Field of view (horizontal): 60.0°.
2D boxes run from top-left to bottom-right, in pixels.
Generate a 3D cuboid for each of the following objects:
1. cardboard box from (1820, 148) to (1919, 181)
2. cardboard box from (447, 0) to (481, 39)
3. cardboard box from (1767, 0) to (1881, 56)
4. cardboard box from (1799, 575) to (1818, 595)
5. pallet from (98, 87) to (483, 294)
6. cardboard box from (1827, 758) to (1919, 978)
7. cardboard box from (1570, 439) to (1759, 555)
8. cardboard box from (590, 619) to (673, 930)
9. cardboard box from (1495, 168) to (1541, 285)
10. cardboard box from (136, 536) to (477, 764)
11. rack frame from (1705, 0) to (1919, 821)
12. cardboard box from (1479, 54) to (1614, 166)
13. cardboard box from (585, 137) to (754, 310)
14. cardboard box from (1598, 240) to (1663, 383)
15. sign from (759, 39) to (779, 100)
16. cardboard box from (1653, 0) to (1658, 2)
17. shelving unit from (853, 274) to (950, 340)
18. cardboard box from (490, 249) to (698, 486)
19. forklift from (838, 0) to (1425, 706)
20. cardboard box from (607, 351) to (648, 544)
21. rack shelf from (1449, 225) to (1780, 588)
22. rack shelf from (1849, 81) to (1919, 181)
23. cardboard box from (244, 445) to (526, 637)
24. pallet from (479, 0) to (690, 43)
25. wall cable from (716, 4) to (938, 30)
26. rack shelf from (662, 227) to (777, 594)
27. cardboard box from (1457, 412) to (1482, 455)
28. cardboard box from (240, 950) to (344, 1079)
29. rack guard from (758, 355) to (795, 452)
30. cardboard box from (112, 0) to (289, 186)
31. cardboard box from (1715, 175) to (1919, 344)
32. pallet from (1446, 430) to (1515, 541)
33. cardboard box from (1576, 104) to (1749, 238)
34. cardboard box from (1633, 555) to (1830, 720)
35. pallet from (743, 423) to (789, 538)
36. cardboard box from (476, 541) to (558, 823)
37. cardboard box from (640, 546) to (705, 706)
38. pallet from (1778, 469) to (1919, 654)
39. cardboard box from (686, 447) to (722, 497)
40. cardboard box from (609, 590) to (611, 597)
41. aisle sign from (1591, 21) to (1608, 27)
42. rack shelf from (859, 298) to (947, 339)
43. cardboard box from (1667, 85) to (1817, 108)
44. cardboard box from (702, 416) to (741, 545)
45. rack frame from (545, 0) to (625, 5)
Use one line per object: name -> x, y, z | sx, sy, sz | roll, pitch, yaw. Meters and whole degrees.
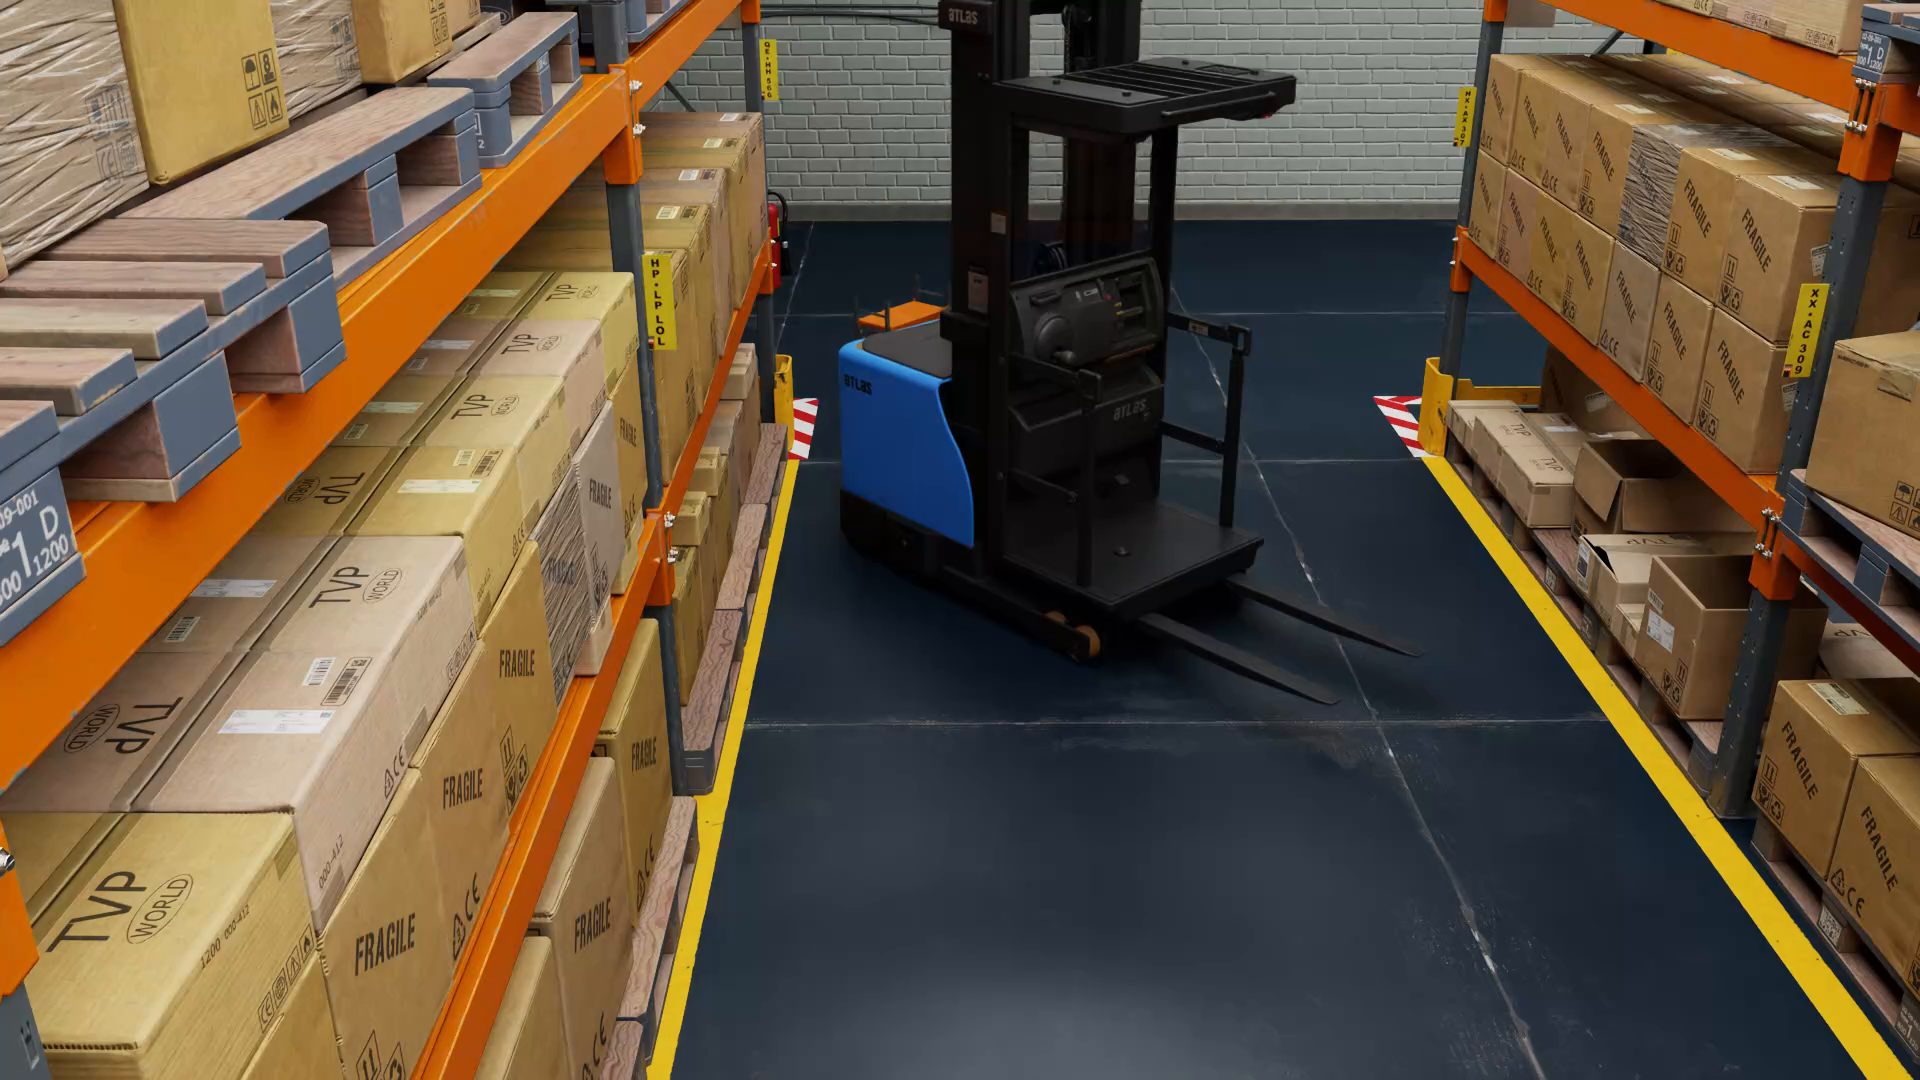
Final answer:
cardboard box -> 3.675, -1.227, 6.488 | 0.500, 0.500, 0.500 | -1, 24, -2
cardboard box -> -1.649, -1.544, 4.228 | 0.700, 0.500, 0.500 | -2, 24, -3
cardboard box -> 3.134, -1.815, 5.666 | 0.500, 0.250, 0.500 | 0, 24, -1
cardboard box -> 3.597, 0.242, 7.478 | 0.380, 0.166, 0.250 | 0, 24, -1
pallet -> -1.580, -0.652, 3.141 | 1.003, 0.211, 1.213 | 1, 24, 2
cardboard box -> 3.183, 1.041, 5.308 | 0.500, 0.500, 0.500 | 0, 24, 0
cardboard box -> 3.379, -0.155, 7.948 | 0.797, 0.503, 0.637 | 0, 24, -1
cardboard box -> -1.411, 0.761, 5.525 | 0.750, 0.750, 0.750 | 0, 24, 0
cardboard box -> 3.113, -1.615, 8.559 | 0.500, 0.500, 0.500 | 0, 24, -1
cardboard box -> -1.268, 0.207, 3.236 | 0.500, 0.250, 0.500 | 0, 24, 0
rack frame -> 3.405, -0.318, 5.813 | 1.000, 3.000, 0.127 | 0, 24, -1
cardboard box -> 3.102, -2.283, 8.823 | 0.500, 0.500, 0.500 | 0, 24, 1
cardboard box -> -1.557, -1.569, 8.215 | 0.980, 0.700, 0.700 | 0, 24, -1
cardboard box -> 3.128, -0.992, 7.183 | 0.500, 0.500, 0.500 | 0, 24, 1
sign -> -1.049, -2.574, 9.110 | 0.100, 0.325, 0.005 | 0, 24, -1
cardboard box -> 3.124, -2.433, 7.032 | 0.500, 0.250, 0.500 | 0, 24, -1
shelving unit -> -0.304, -0.785, 9.030 | 0.258, 1.200, 0.503 | 19, 30, 35
cardboard box -> -1.538, -0.654, 6.193 | 0.980, 0.700, 0.700 | 0, 24, 0
forklift -> 0.737, -1.019, 7.447 | 1.130, 2.935, 3.031 | -21, 31, -38
cardboard box -> -1.291, -0.295, 5.256 | 0.500, 0.500, 0.500 | -1, 24, -1
rack shelf -> 3.383, -0.814, 7.783 | 1.077, 0.370, 4.000 | 0, 24, -1
rack shelf -> 3.427, -0.533, 3.521 | 1.077, 0.370, 4.000 | 0, 24, -1
cardboard box -> -1.280, -0.004, 3.701 | 0.500, 0.250, 0.500 | -1, 24, -2
pallet -> -1.547, -1.957, 5.906 | 1.003, 0.211, 1.213 | 0, 24, -1
wall cable -> -1.296, -5.593, 13.965 | 3.097, 2.526, 0.112 | 0, 24, -1
rack shelf -> -1.570, -0.790, 7.730 | 1.077, 0.370, 4.000 | 0, 24, -1
cardboard box -> 3.025, -0.598, 9.337 | 0.380, 0.166, 0.250 | 0, 24, -1
cardboard box -> -1.254, 0.963, 2.475 | 0.500, 0.500, 0.500 | 0, 24, 1
rack guard -> -1.592, -0.813, 9.941 | 1.175, 0.500, 0.348 | 0, 24, -1
cardboard box -> -1.619, -0.904, 2.814 | 0.700, 0.500, 0.500 | 1, 24, 2
cardboard box -> 3.140, -1.026, 6.044 | 0.500, 0.500, 0.500 | 0, 24, 0
pallet -> 3.372, -0.336, 9.236 | 1.003, 0.211, 1.213 | 0, 24, -1
cardboard box -> 3.123, -1.652, 7.428 | 0.500, 0.500, 0.500 | 0, 24, -1
cardboard box -> 3.115, 0.387, 6.753 | 0.500, 0.500, 0.500 | 0, 24, -1
pallet -> -1.505, -0.342, 9.251 | 1.003, 0.211, 1.213 | 0, 24, -1
cardboard box -> -1.268, 0.328, 3.878 | 0.500, 0.500, 0.500 | 0, 24, 1
cardboard box -> -1.454, 0.345, 6.871 | 0.700, 0.500, 0.500 | 0, 24, 0
pallet -> 3.304, 0.099, 5.123 | 1.003, 0.211, 1.213 | 0, 24, -1
cardboard box -> -1.281, -0.308, 7.527 | 0.380, 0.149, 0.250 | -1, 24, -2
cardboard box -> -1.278, 0.160, 5.036 | 0.380, 0.149, 0.250 | 0, 24, 1
aisle sign -> 3.667, -3.180, 8.986 | 0.394, 0.787, 0.004 | 0, 24, -1
rack shelf -> -0.304, -1.143, 8.868 | 0.258, 0.148, 0.480 | 19, 30, 35
cardboard box -> 3.658, -1.863, 7.895 | 0.500, 0.500, 0.500 | 0, 24, 1
cardboard box -> -1.473, -0.293, 8.282 | 0.700, 0.500, 0.500 | -1, 24, -2
rack frame -> -1.548, -3.027, 4.524 | 1.000, 3.000, 0.127 | 0, 24, -1
